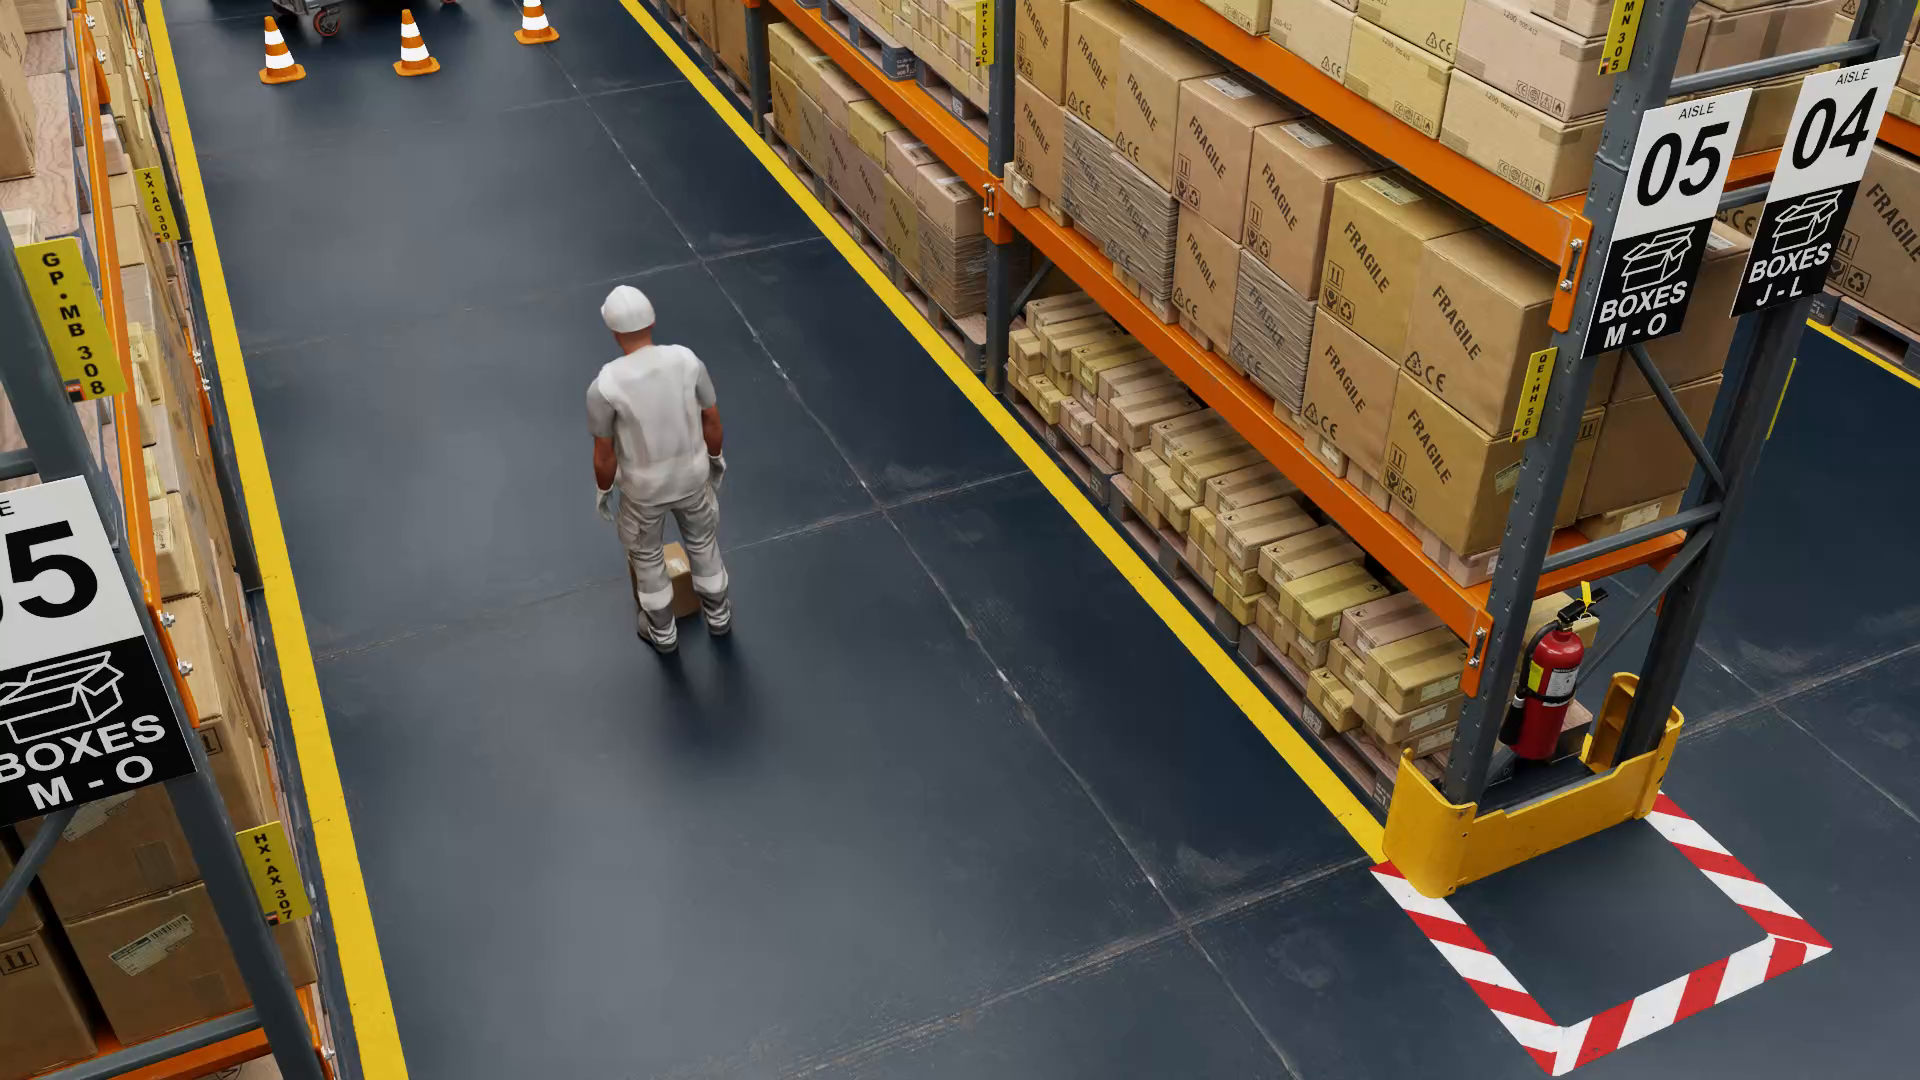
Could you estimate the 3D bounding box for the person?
[{"bbox_3d":[-1.300,-0.278,7.215,0.606,1.777,0.454,-17,40,-22],"label":"person"}]
